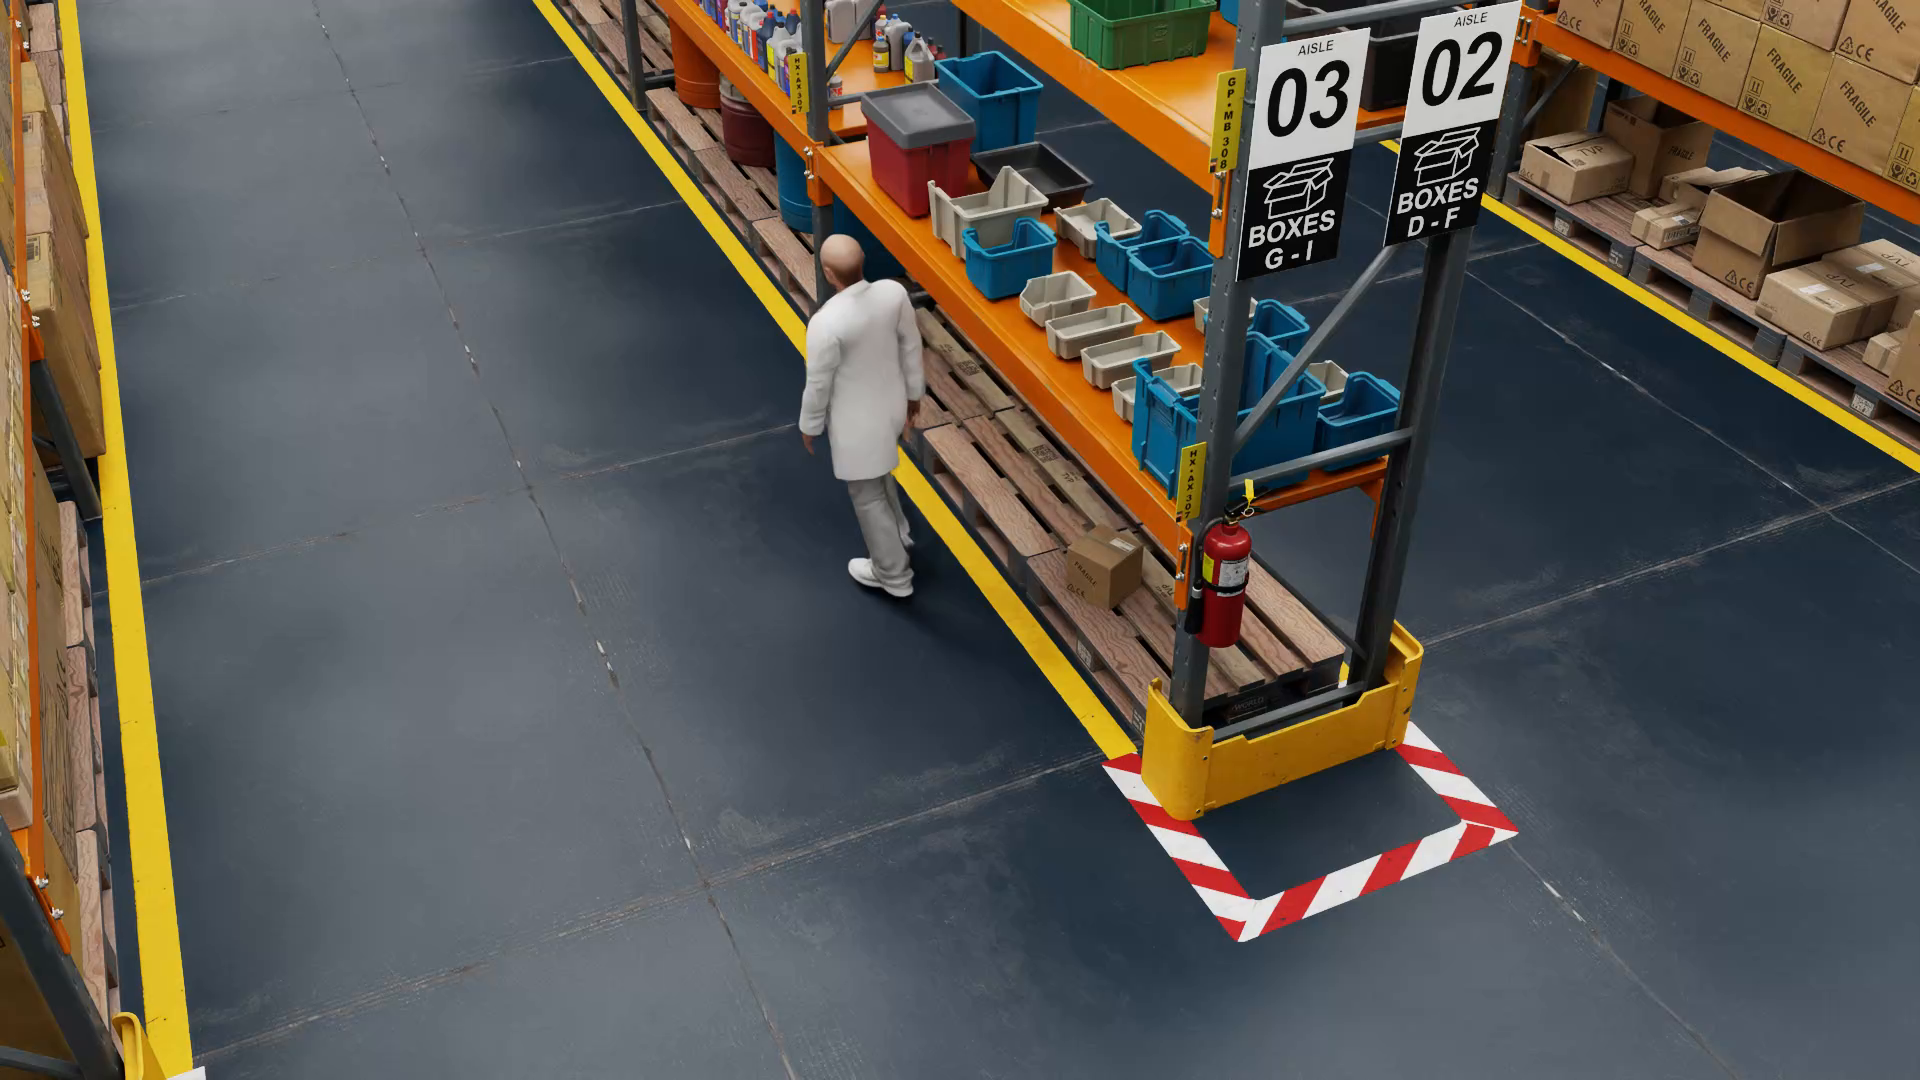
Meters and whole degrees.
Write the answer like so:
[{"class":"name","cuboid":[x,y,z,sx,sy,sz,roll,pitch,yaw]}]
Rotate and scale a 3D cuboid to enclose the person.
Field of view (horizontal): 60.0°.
[{"class":"person","cuboid":[-0.411,-0.543,7.580,0.566,1.813,0.605,27,45,31]}]
